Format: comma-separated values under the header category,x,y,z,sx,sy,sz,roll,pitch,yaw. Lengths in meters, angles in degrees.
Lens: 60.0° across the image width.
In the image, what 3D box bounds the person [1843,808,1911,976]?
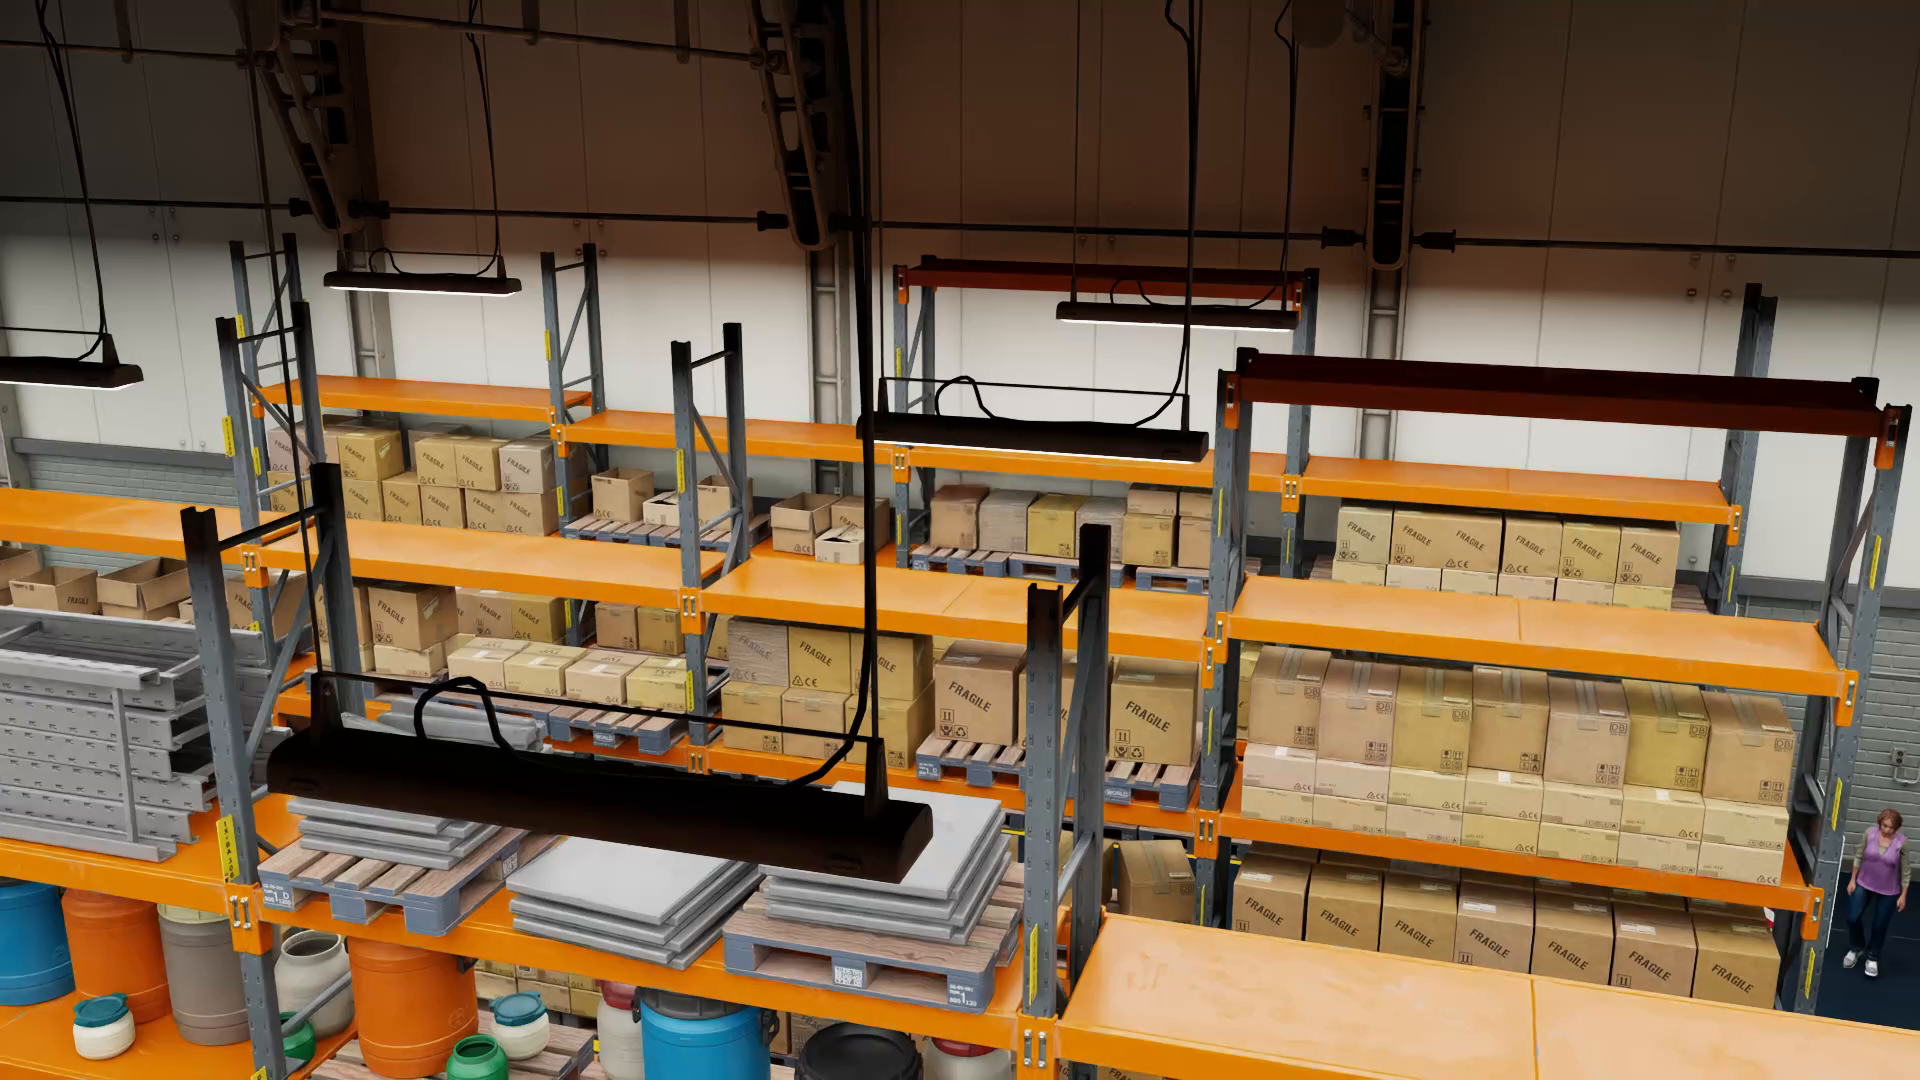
category,x,y,z,sx,sy,sz,roll,pitch,yaw
person,8.237,3.149,14.927,0.478,1.590,0.355,12,20,36
